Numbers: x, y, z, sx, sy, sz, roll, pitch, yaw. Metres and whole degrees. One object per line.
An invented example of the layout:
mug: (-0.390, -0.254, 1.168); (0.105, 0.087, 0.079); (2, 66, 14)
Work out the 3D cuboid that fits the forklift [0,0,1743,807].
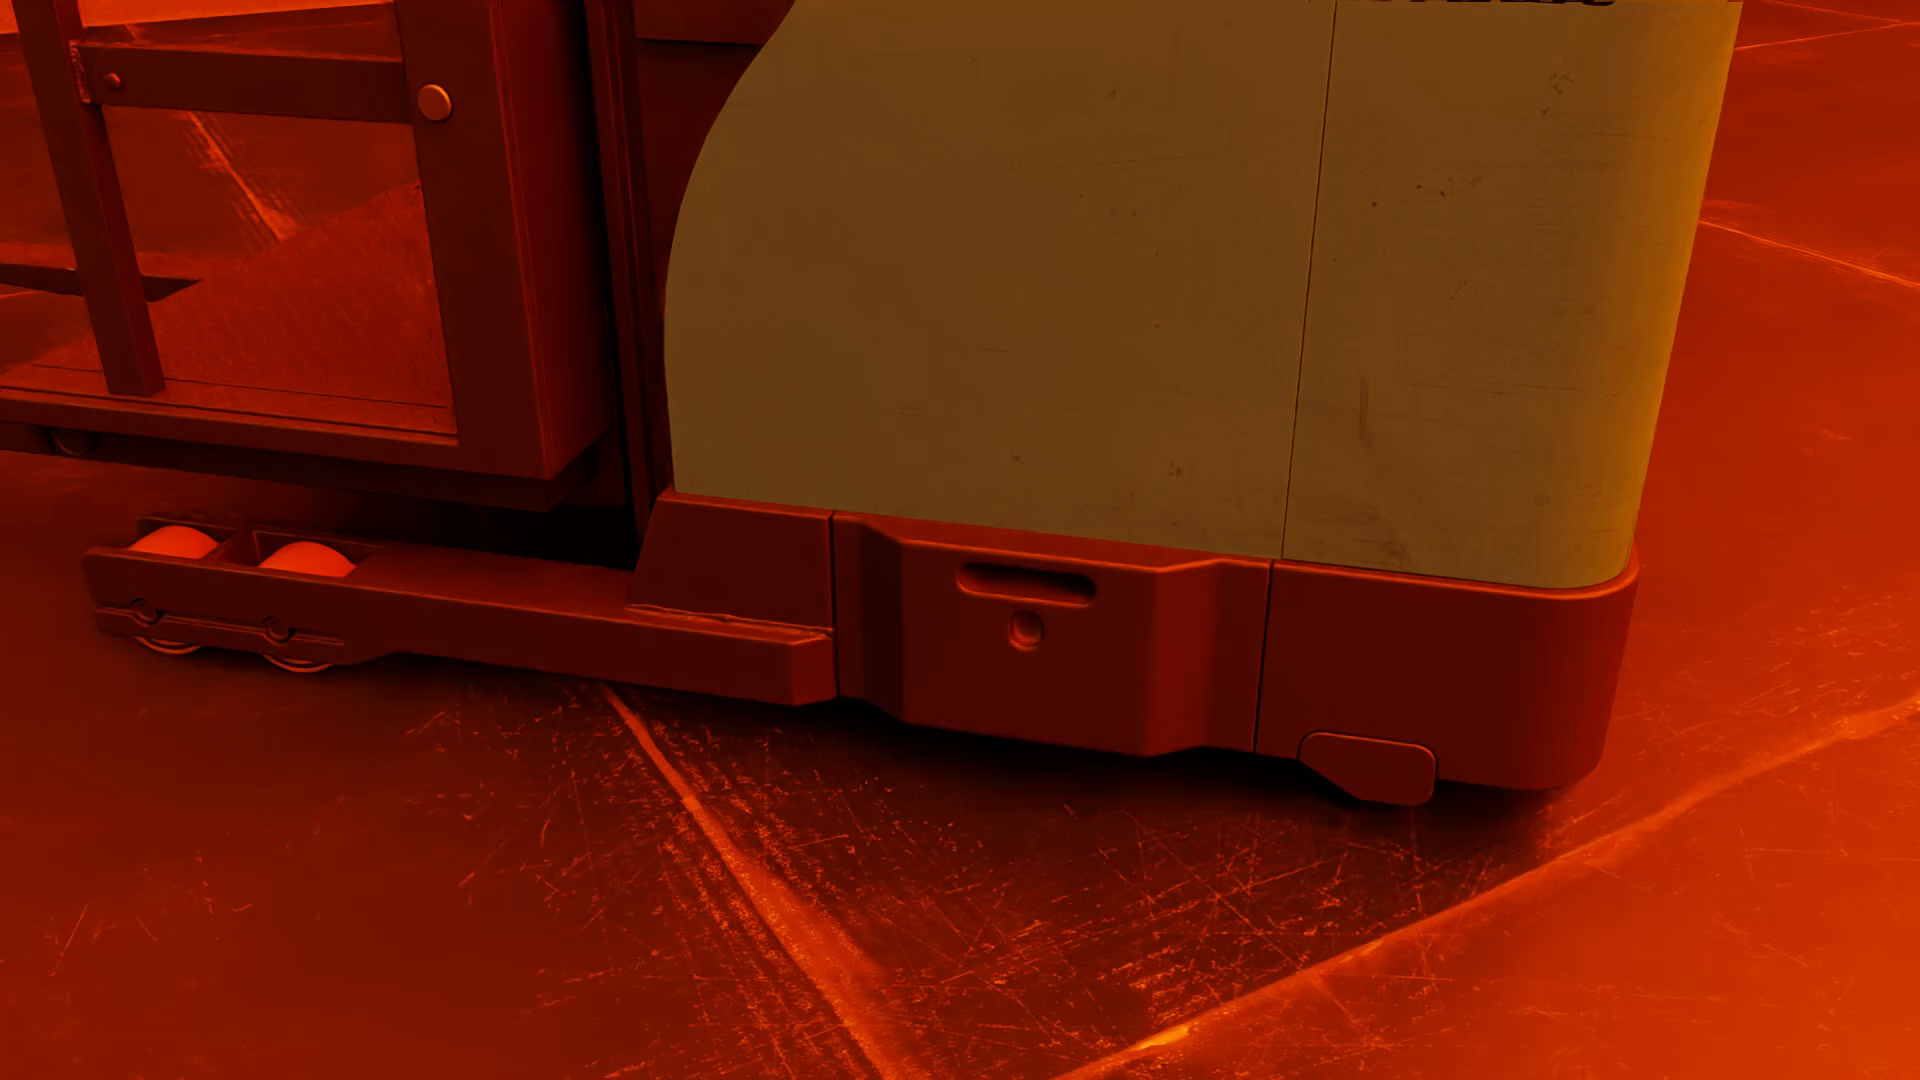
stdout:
forklift: (-0.644, -1.358, 1.937); (3.031, 2.935, 1.130); (6, 28, 13)
